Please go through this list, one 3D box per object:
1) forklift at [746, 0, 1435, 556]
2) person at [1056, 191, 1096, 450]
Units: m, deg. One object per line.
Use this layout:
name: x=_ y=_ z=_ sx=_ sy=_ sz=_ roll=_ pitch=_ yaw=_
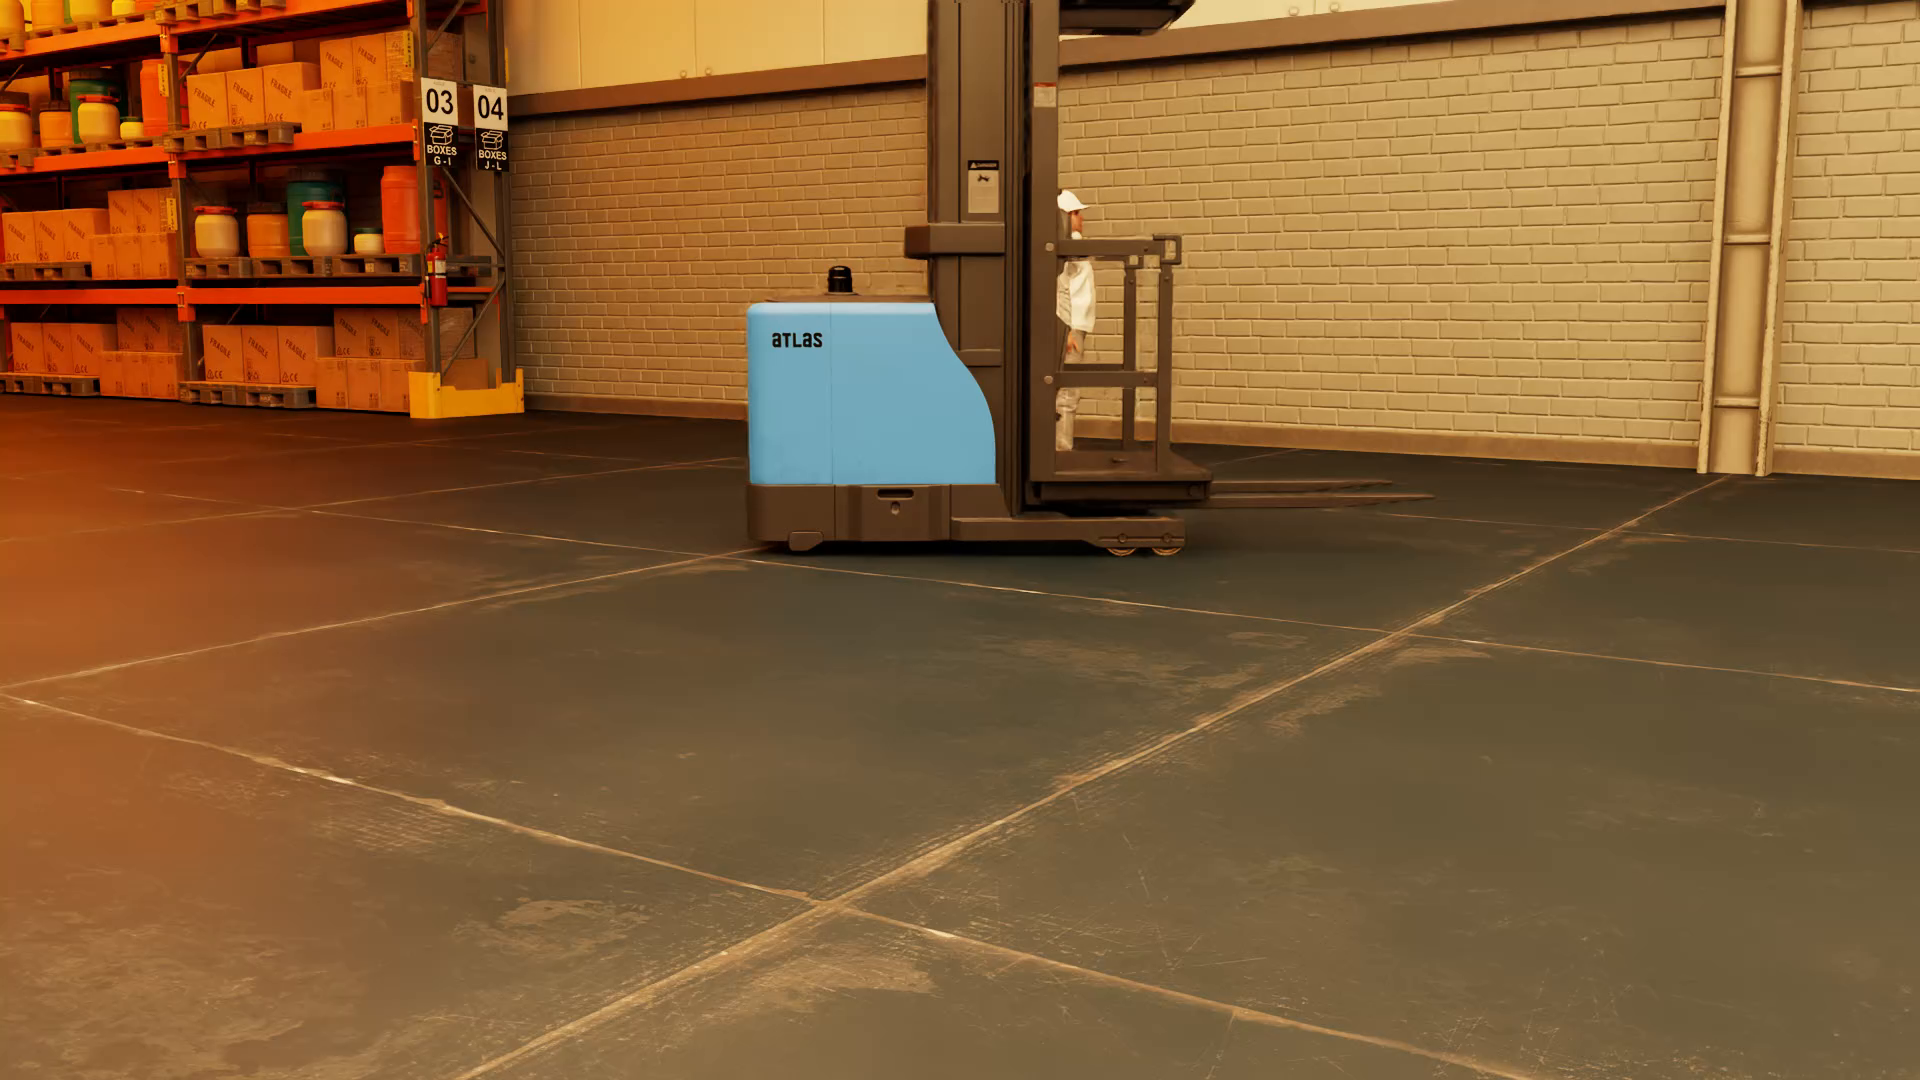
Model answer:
forklift: x=0.578 y=-1.457 z=7.439 sx=3.031 sy=2.935 sz=1.130 roll=0 pitch=8 yaw=-3
person: x=0.692 y=-1.319 z=10.583 sx=0.375 sy=1.776 sz=0.525 roll=0 pitch=8 yaw=3
